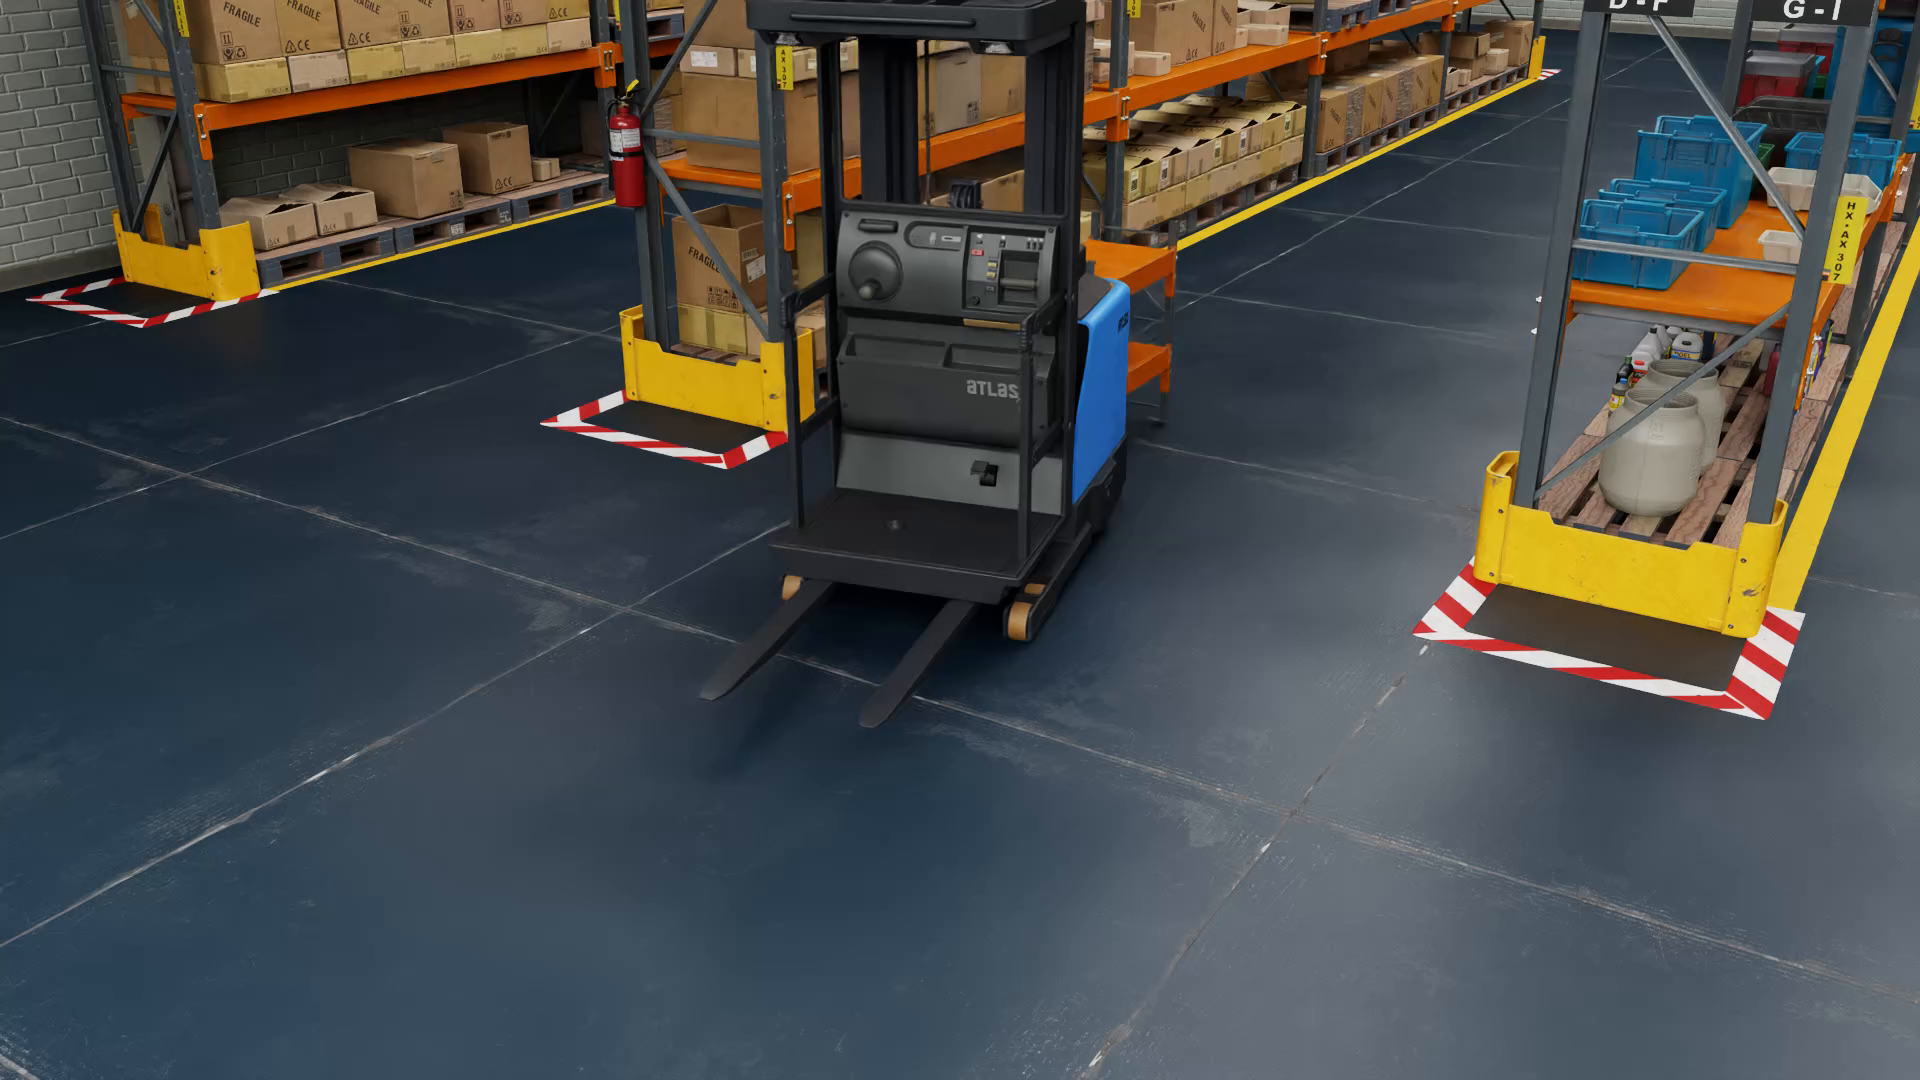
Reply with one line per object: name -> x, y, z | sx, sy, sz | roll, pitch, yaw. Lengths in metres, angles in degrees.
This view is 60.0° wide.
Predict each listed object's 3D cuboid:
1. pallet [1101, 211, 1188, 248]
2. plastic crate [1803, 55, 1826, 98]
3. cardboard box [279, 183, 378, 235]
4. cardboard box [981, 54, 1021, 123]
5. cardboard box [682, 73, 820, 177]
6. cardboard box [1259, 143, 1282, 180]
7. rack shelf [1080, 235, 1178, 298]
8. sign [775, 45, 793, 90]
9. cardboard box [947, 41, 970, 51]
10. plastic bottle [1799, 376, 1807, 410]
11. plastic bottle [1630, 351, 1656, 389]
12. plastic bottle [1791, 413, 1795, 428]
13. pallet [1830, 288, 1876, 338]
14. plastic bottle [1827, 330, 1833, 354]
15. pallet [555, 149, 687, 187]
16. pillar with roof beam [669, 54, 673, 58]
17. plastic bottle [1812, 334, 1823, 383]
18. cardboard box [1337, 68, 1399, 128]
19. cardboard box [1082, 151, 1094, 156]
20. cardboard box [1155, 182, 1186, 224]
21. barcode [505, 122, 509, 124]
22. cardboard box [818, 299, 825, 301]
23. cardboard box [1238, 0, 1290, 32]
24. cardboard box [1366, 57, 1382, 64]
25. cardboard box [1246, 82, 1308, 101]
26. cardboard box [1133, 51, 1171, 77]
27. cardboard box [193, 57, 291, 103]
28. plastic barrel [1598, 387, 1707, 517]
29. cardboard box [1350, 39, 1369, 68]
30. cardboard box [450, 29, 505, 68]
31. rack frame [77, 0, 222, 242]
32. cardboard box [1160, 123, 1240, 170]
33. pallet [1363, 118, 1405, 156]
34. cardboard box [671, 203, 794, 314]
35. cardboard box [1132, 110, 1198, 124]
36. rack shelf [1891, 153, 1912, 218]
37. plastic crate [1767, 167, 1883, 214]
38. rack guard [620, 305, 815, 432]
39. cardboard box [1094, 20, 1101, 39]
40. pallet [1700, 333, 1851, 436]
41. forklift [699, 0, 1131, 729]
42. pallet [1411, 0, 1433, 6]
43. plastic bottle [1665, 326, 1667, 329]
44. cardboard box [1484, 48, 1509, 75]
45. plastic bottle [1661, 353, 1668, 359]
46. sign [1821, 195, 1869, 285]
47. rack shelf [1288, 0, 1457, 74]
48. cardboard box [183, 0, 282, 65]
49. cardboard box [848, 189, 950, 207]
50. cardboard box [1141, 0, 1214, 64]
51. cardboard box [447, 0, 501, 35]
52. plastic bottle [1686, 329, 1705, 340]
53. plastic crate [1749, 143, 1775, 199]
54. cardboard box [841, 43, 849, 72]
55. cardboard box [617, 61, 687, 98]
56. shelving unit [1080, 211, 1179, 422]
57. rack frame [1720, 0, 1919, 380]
pallet -> 1.100, -2.476, 13.204 | 1.003, 0.211, 1.213 | 14, 27, 29
plastic crate -> 5.268, -2.890, 10.670 | 0.392, 0.384, 0.575 | 14, 27, 29
cardboard box -> -4.834, -2.561, 12.720 | 0.500, 0.311, 0.500 | 16, 28, 33
cardboard box -> -0.025, -3.046, 10.884 | 0.700, 0.500, 0.500 | 14, 27, 30
cardboard box -> -1.108, -2.350, 9.276 | 0.700, 0.500, 0.500 | 14, 27, 29
cardboard box -> 2.515, -3.376, 14.706 | 0.500, 0.250, 0.500 | 14, 27, 28
rack shelf -> 0.684, -1.320, 8.645 | 0.538, 0.278, 1.000 | 13, 27, 27
sign -> -0.897, -2.464, 8.477 | 0.100, 0.325, 0.005 | 14, 27, 29
cardboard box -> -0.164, -3.098, 10.189 | 0.380, 0.149, 0.250 | 14, 27, 29
plastic bottle -> 4.402, -0.824, 8.758 | 0.097, 0.271, 0.097 | 0, 23, 0
plastic bottle -> 3.593, -0.853, 8.818 | 0.152, 0.276, 0.135 | 14, 27, 29
plastic bottle -> 4.197, -0.684, 8.420 | 0.061, 0.283, 0.133 | 14, 27, 30
pallet -> 5.332, -1.453, 10.841 | 1.003, 0.211, 1.213 | 14, 27, 29
plastic bottle -> 5.024, -1.190, 9.691 | 0.097, 0.201, 0.097 | 0, 23, 0
pallet -> -3.057, -3.519, 15.613 | 1.003, 0.211, 1.213 | 14, 27, 29
pillar with roof beam -> 0.881, -7.479, 13.700 | 9.100, 9.000, 0.400 | 14, 27, 29
plastic bottle -> 4.704, -1.009, 9.170 | 0.061, 0.283, 0.133 | 16, 28, 32
cardboard box -> 4.148, -4.521, 17.010 | 0.500, 0.500, 0.500 | 13, 27, 27
cardboard box -> 0.715, -2.884, 12.863 | 0.500, 0.311, 0.500 | 14, 27, 29
cardboard box -> 1.438, -2.686, 13.112 | 0.500, 0.250, 0.500 | 15, 27, 30
barcode -> -3.955, -3.605, 14.493 | 0.001, 0.075, 0.075 | 14, 27, 29
cardboard box -> -0.633, -1.384, 10.103 | 0.500, 0.250, 0.500 | 14, 27, 29
cardboard box -> 2.625, -4.694, 14.931 | 0.500, 0.311, 0.500 | 16, 28, 32
cardboard box -> 4.230, -4.959, 18.023 | 0.500, 0.500, 0.500 | 14, 27, 30
cardboard box -> 3.148, -4.269, 16.427 | 0.500, 0.500, 0.500 | 15, 28, 31
cardboard box -> 1.386, -3.640, 12.698 | 0.380, 0.149, 0.250 | 14, 27, 29
cardboard box -> -5.049, -3.224, 11.586 | 0.500, 0.250, 0.500 | 13, 27, 27
plastic barrel -> 3.123, -0.399, 7.498 | 0.421, 0.512, 0.421 | 0, 23, 0
cardboard box -> 3.975, -5.148, 17.515 | 0.500, 0.250, 0.500 | 14, 27, 29
cardboard box -> -3.980, -3.913, 13.178 | 0.500, 0.250, 0.500 | 14, 27, 29
rack frame -> -5.576, -3.186, 11.333 | 1.000, 3.000, 0.127 | 14, 27, 29
cardboard box -> 1.984, -3.294, 13.809 | 0.500, 0.311, 0.500 | 15, 27, 30
pallet -> 3.925, -4.223, 17.240 | 1.003, 0.211, 1.213 | 14, 27, 29
cardboard box -> -1.335, -1.667, 9.814 | 0.500, 0.500, 0.500 | 14, 27, 29
cardboard box -> 1.788, -3.571, 14.450 | 0.500, 0.311, 0.500 | 13, 27, 28
rack shelf -> 6.006, -2.805, 11.358 | 1.077, 0.370, 4.000 | 14, 27, 29
plastic crate -> 4.309, -1.738, 8.320 | 0.530, 0.136, 0.437 | 14, 27, 29
rack guard -> -1.378, -0.994, 9.416 | 1.175, 0.500, 0.348 | 14, 27, 29
cardboard box -> 1.503, -6.681, 22.026 | 0.700, 0.500, 0.500 | 14, 27, 28
pallet -> 4.561, -0.962, 9.707 | 1.003, 0.211, 1.213 | 14, 27, 29
forklift -> -0.127, -1.109, 6.623 | 1.130, 2.935, 3.031 | 8, 25, 17
pallet -> 4.450, -5.864, 17.762 | 1.003, 0.211, 1.213 | 14, 27, 29
plastic bottle -> 3.950, -1.119, 9.424 | 0.061, 0.283, 0.133 | 15, 28, 31
cardboard box -> 6.470, -5.940, 20.602 | 0.500, 0.250, 0.500 | 14, 27, 29
plastic bottle -> 3.684, -0.834, 8.766 | 0.061, 0.283, 0.133 | 14, 27, 29
sign -> 3.306, -1.120, 6.213 | 0.100, 0.325, 0.005 | 14, 27, 29
rack shelf -> 3.909, -5.194, 16.877 | 1.077, 0.370, 4.000 | 14, 27, 29
cardboard box -> -5.069, -3.568, 11.437 | 0.500, 0.500, 0.500 | 14, 27, 29
cardboard box -> -0.379, -1.899, 10.349 | 0.500, 0.500, 0.500 | 14, 27, 29
cardboard box -> 1.705, -4.147, 13.429 | 0.500, 0.500, 0.500 | 14, 27, 29
cardboard box -> -3.986, -4.259, 13.031 | 0.500, 0.500, 0.500 | 13, 27, 27
plastic bottle -> 4.198, -1.150, 9.511 | 0.097, 0.271, 0.097 | 0, 23, 0
plastic crate -> 3.995, -1.963, 8.776 | 0.450, 0.188, 0.662 | 14, 27, 29
cardboard box -> -0.839, -2.669, 9.198 | 0.380, 0.149, 0.250 | 13, 27, 28
cardboard box -> -2.862, -4.336, 15.639 | 0.500, 0.250, 0.500 | 13, 27, 28
shelving unit -> 0.684, -1.051, 8.762 | 0.538, 1.125, 1.048 | 13, 27, 27
rack frame -> 4.951, -2.460, 9.656 | 1.000, 3.000, 0.127 | 14, 27, 29
